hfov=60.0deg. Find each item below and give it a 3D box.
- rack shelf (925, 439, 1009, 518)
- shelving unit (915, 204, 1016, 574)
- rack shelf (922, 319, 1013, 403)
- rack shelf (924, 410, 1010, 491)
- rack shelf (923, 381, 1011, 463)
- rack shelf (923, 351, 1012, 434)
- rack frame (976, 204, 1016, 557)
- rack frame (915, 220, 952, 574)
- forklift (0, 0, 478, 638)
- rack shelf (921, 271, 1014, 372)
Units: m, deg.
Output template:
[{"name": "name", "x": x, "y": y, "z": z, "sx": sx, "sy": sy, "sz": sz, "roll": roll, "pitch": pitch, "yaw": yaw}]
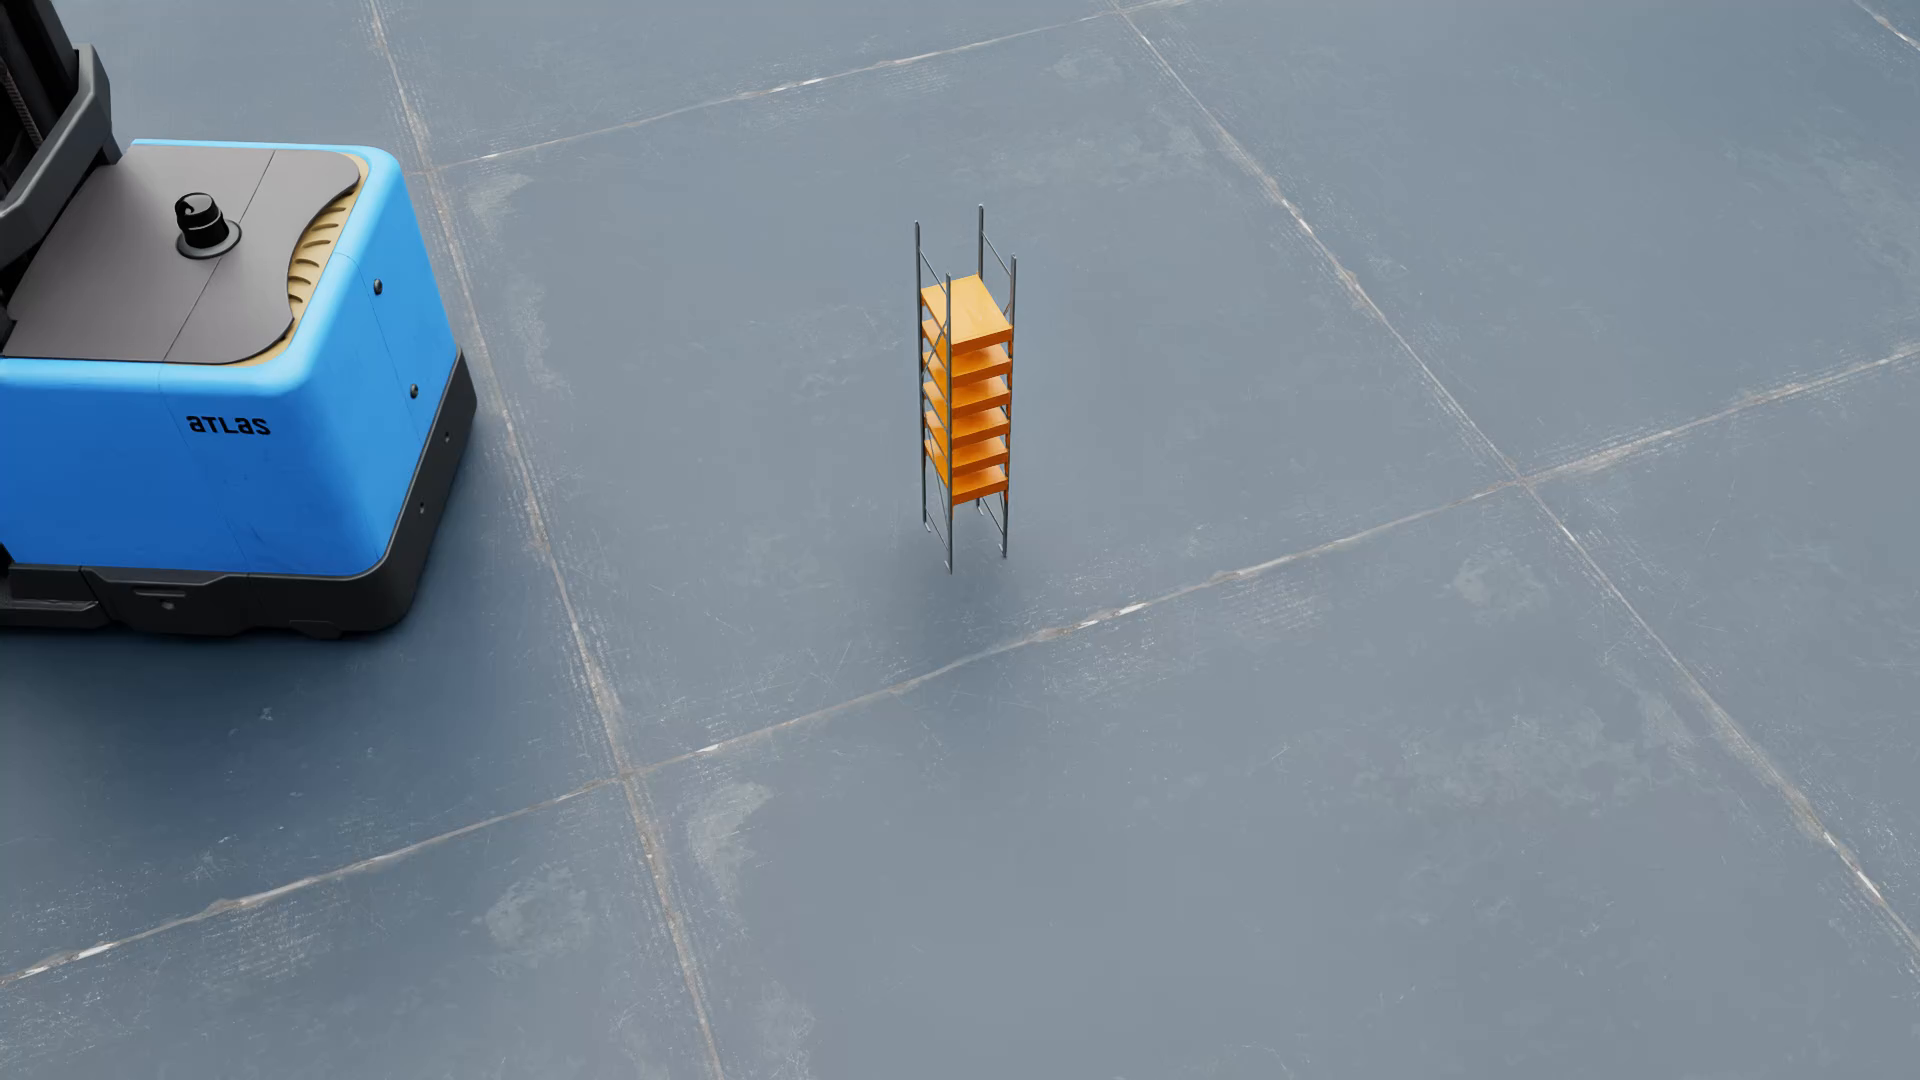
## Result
[{"name": "rack shelf", "x": 0.013, "y": -0.210, "z": 5.014, "sx": 0.180, "sy": 0.103, "sz": 0.258, "roll": -17, "pitch": 52, "yaw": -14}, {"name": "shelving unit", "x": 0.013, "y": -0.395, "z": 4.798, "sx": 0.189, "sy": 1.200, "sz": 0.258, "roll": -17, "pitch": 52, "yaw": -14}, {"name": "rack shelf", "x": 0.013, "y": -0.522, "z": 4.650, "sx": 0.180, "sy": 0.103, "sz": 0.258, "roll": -17, "pitch": 52, "yaw": -14}, {"name": "rack shelf", "x": 0.013, "y": -0.288, "z": 4.923, "sx": 0.180, "sy": 0.103, "sz": 0.258, "roll": -17, "pitch": 52, "yaw": -14}, {"name": "rack shelf", "x": 0.013, "y": -0.366, "z": 4.832, "sx": 0.180, "sy": 0.103, "sz": 0.258, "roll": -17, "pitch": 52, "yaw": -14}, {"name": "rack shelf", "x": 0.013, "y": -0.444, "z": 4.741, "sx": 0.180, "sy": 0.103, "sz": 0.258, "roll": -17, "pitch": 52, "yaw": -14}, {"name": "rack frame", "x": 0.098, "y": -0.421, "z": 4.821, "sx": 0.006, "sy": 1.200, "sz": 0.240, "roll": -17, "pitch": 52, "yaw": -14}, {"name": "rack frame", "x": -0.071, "y": -0.369, "z": 4.776, "sx": 0.006, "sy": 1.200, "sz": 0.240, "roll": -17, "pitch": 52, "yaw": -14}, {"name": "forklift", "x": -3.142, "y": -1.091, "z": 4.255, "sx": 3.031, "sy": 2.935, "sz": 1.130, "roll": 2, "pitch": 49, "yaw": 2}, {"name": "rack shelf", "x": 0.013, "y": -0.601, "z": 4.559, "sx": 0.180, "sy": 0.103, "sz": 0.258, "roll": -17, "pitch": 52, "yaw": -14}]
